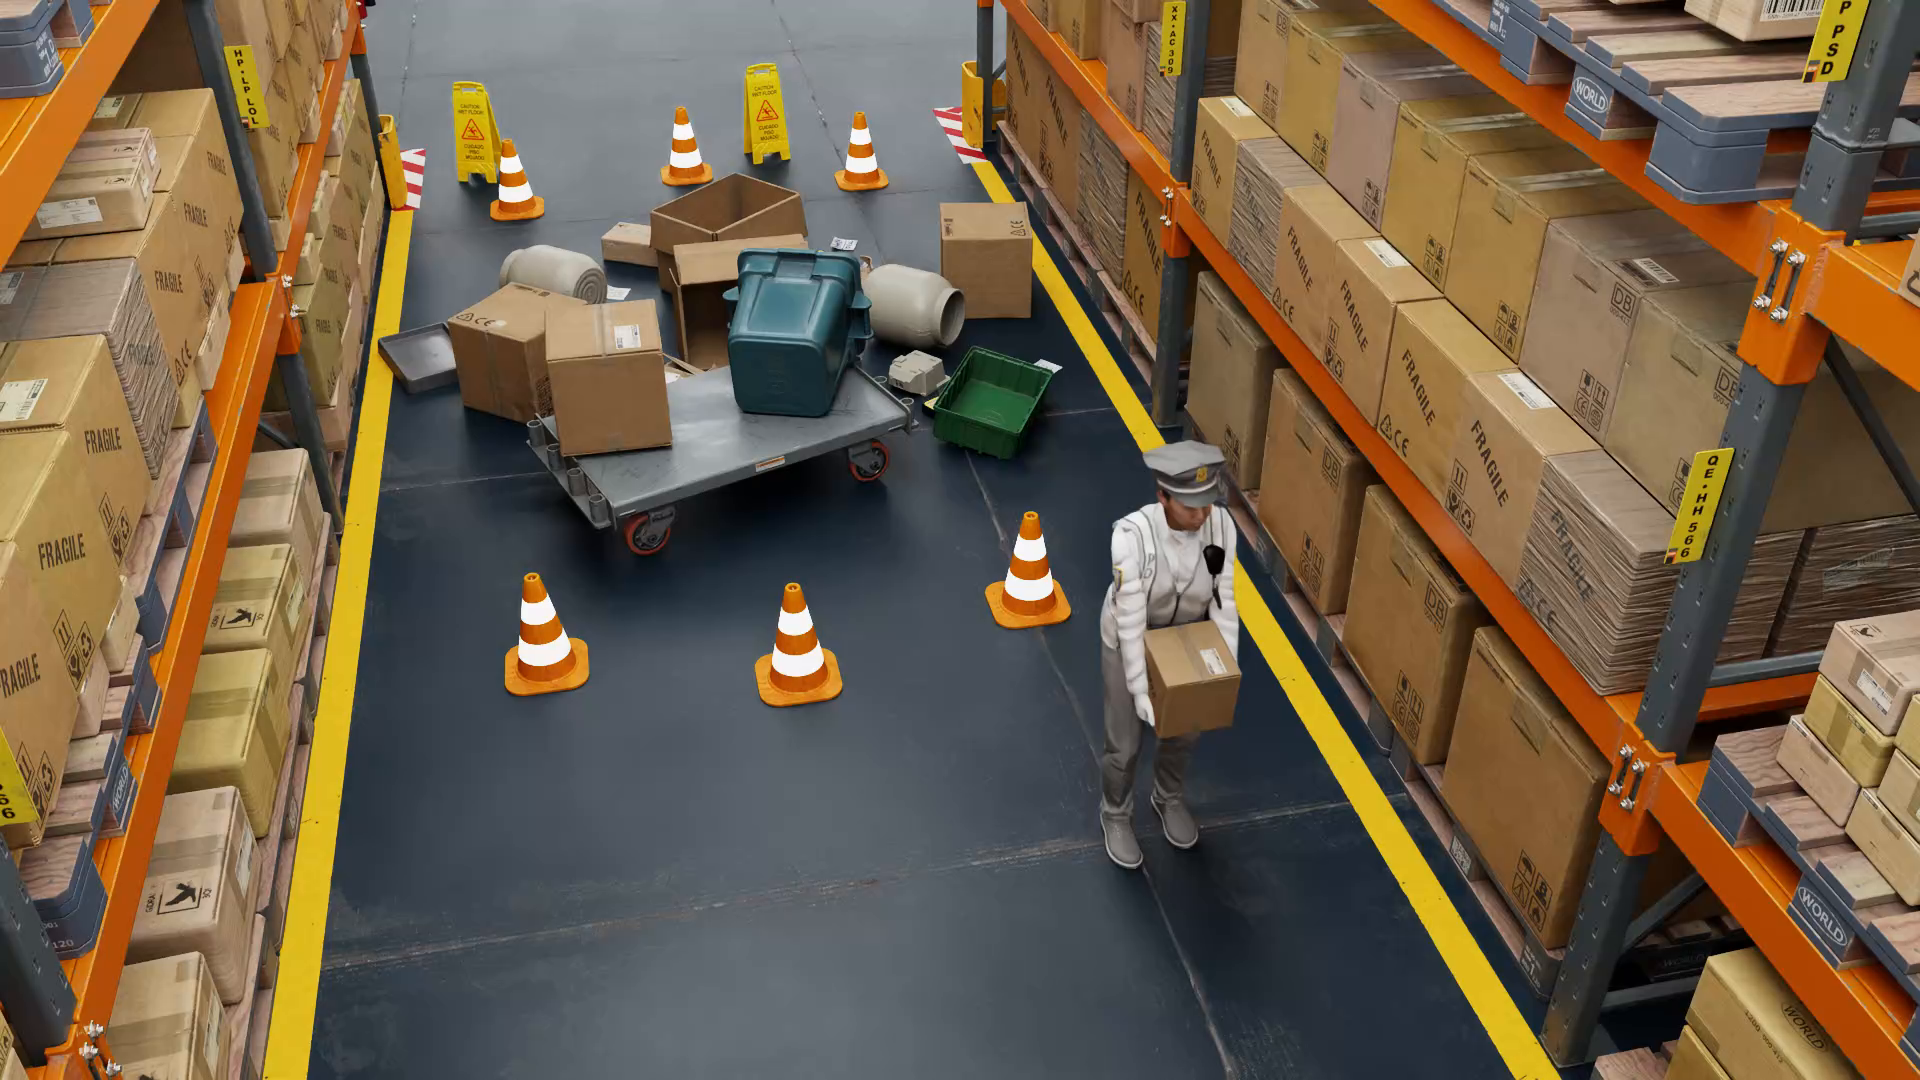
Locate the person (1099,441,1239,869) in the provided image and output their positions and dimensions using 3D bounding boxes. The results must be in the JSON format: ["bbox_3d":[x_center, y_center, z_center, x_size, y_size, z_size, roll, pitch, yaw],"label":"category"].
[{"bbox_3d":[0.696,0.407,5.561,0.417,1.663,0.542,-8,35,-12],"label":"person"}]
